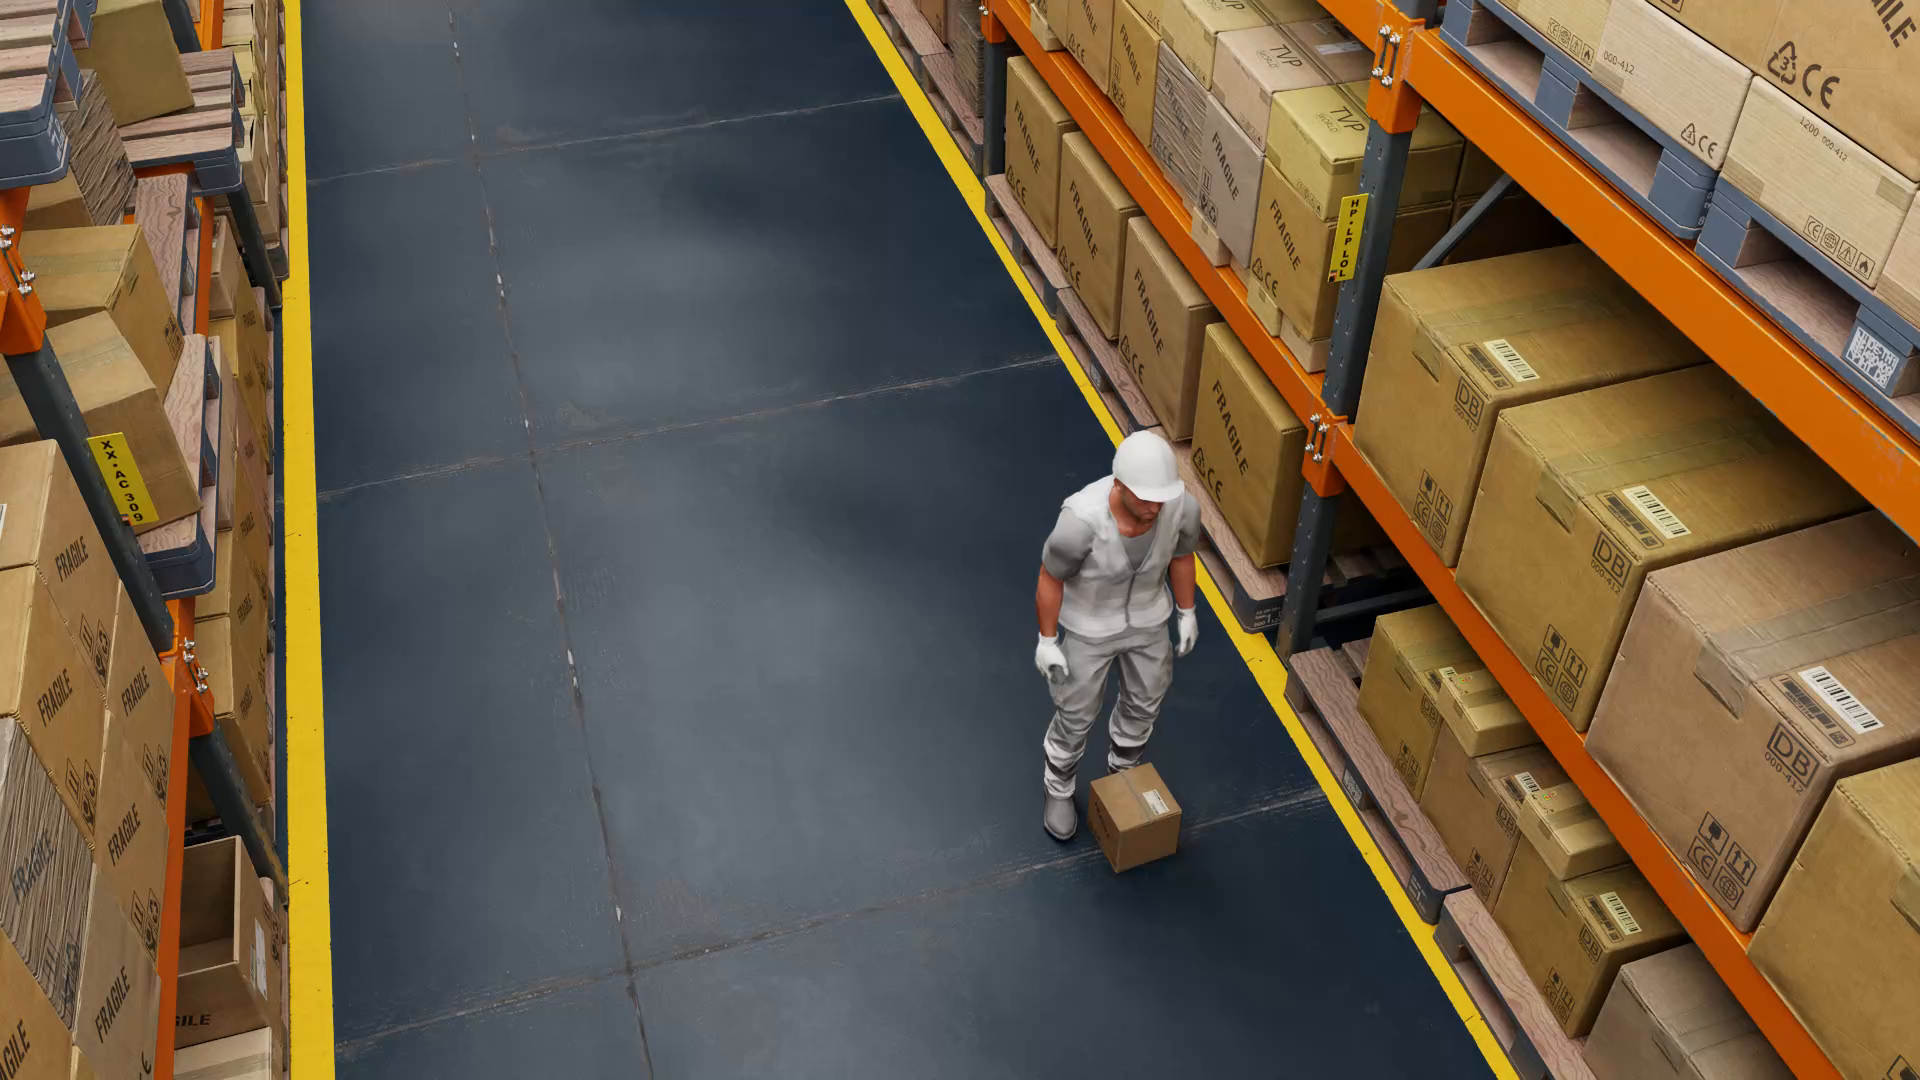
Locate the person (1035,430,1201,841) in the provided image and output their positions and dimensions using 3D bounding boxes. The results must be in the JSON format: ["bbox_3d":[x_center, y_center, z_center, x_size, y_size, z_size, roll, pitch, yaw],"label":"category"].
[{"bbox_3d":[0.547,0.317,5.795,0.608,1.779,0.450,-12,43,-13],"label":"person"}]
